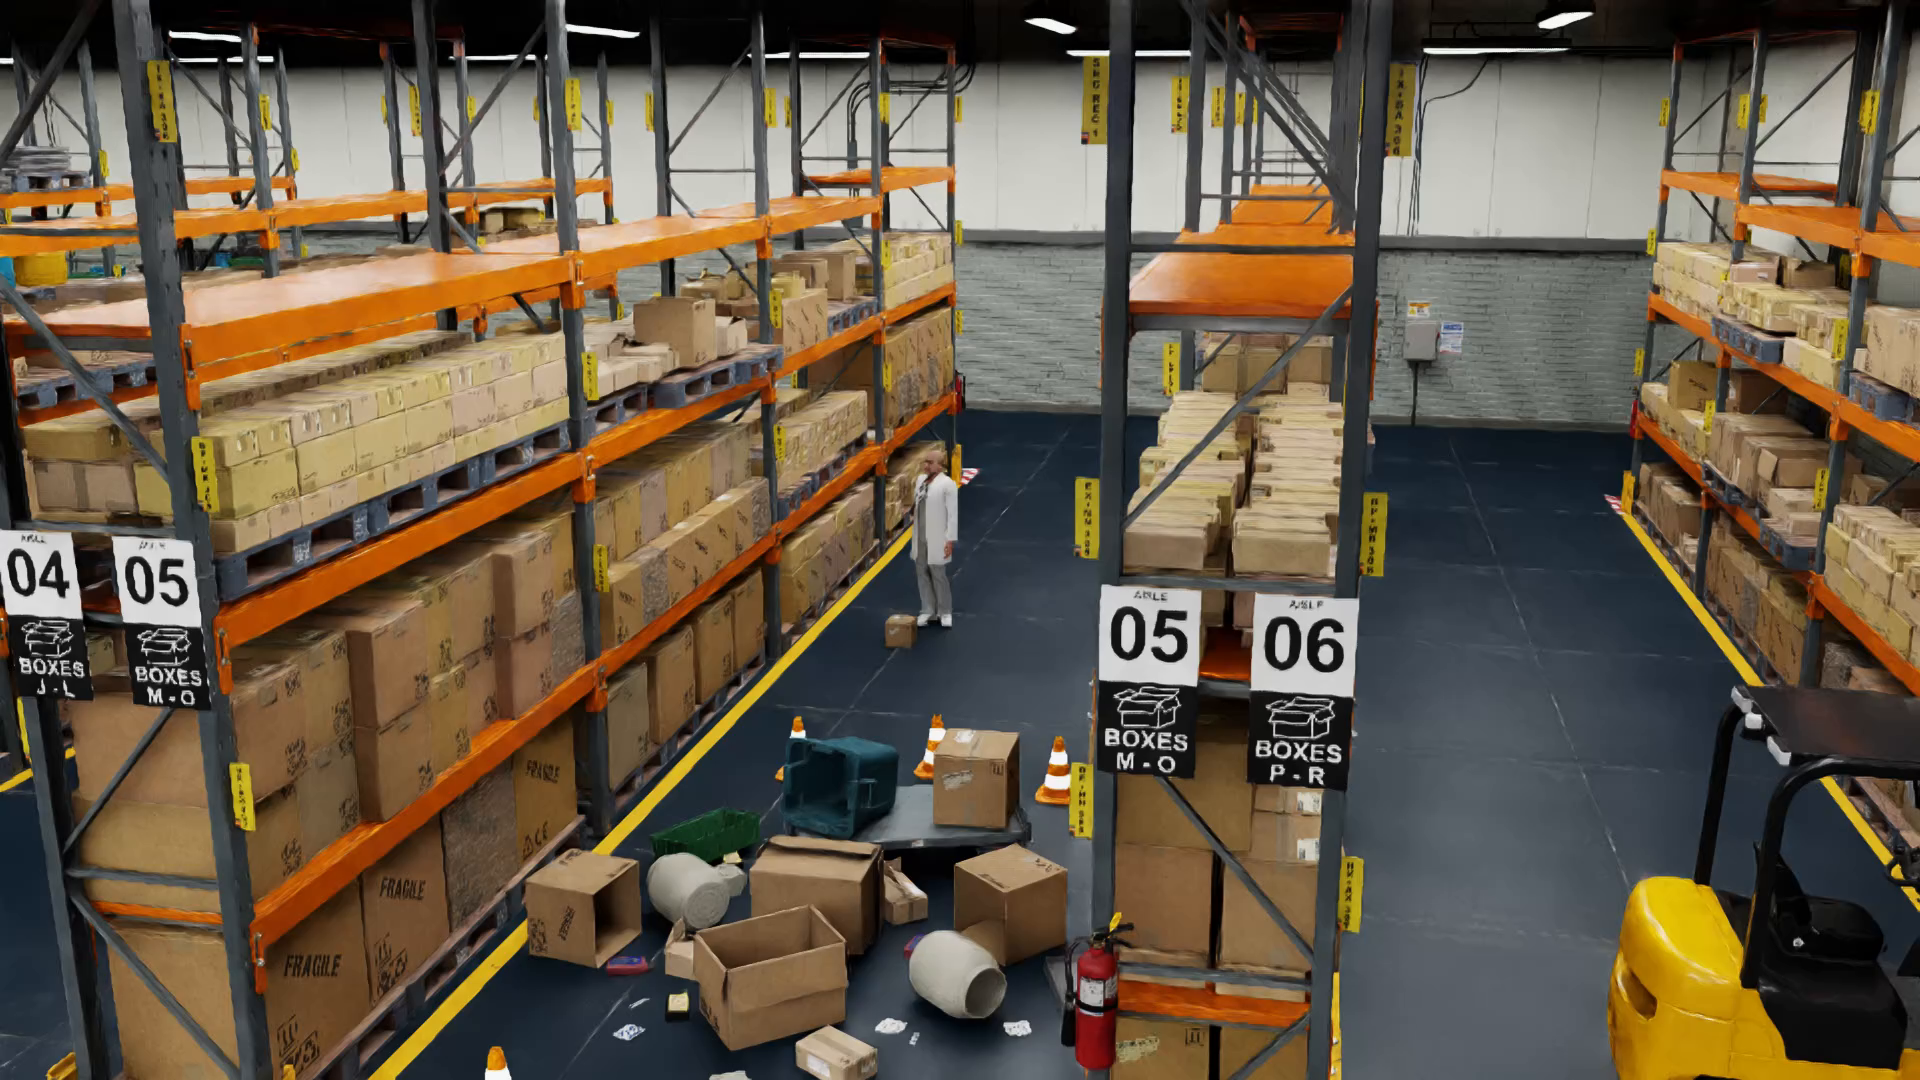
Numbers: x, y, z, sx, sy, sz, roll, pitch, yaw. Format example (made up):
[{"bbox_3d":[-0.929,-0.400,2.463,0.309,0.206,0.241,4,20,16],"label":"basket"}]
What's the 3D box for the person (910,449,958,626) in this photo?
[{"bbox_3d":[-0.260,-0.017,16.552,0.597,1.784,0.475,13,19,41],"label":"person"}]
